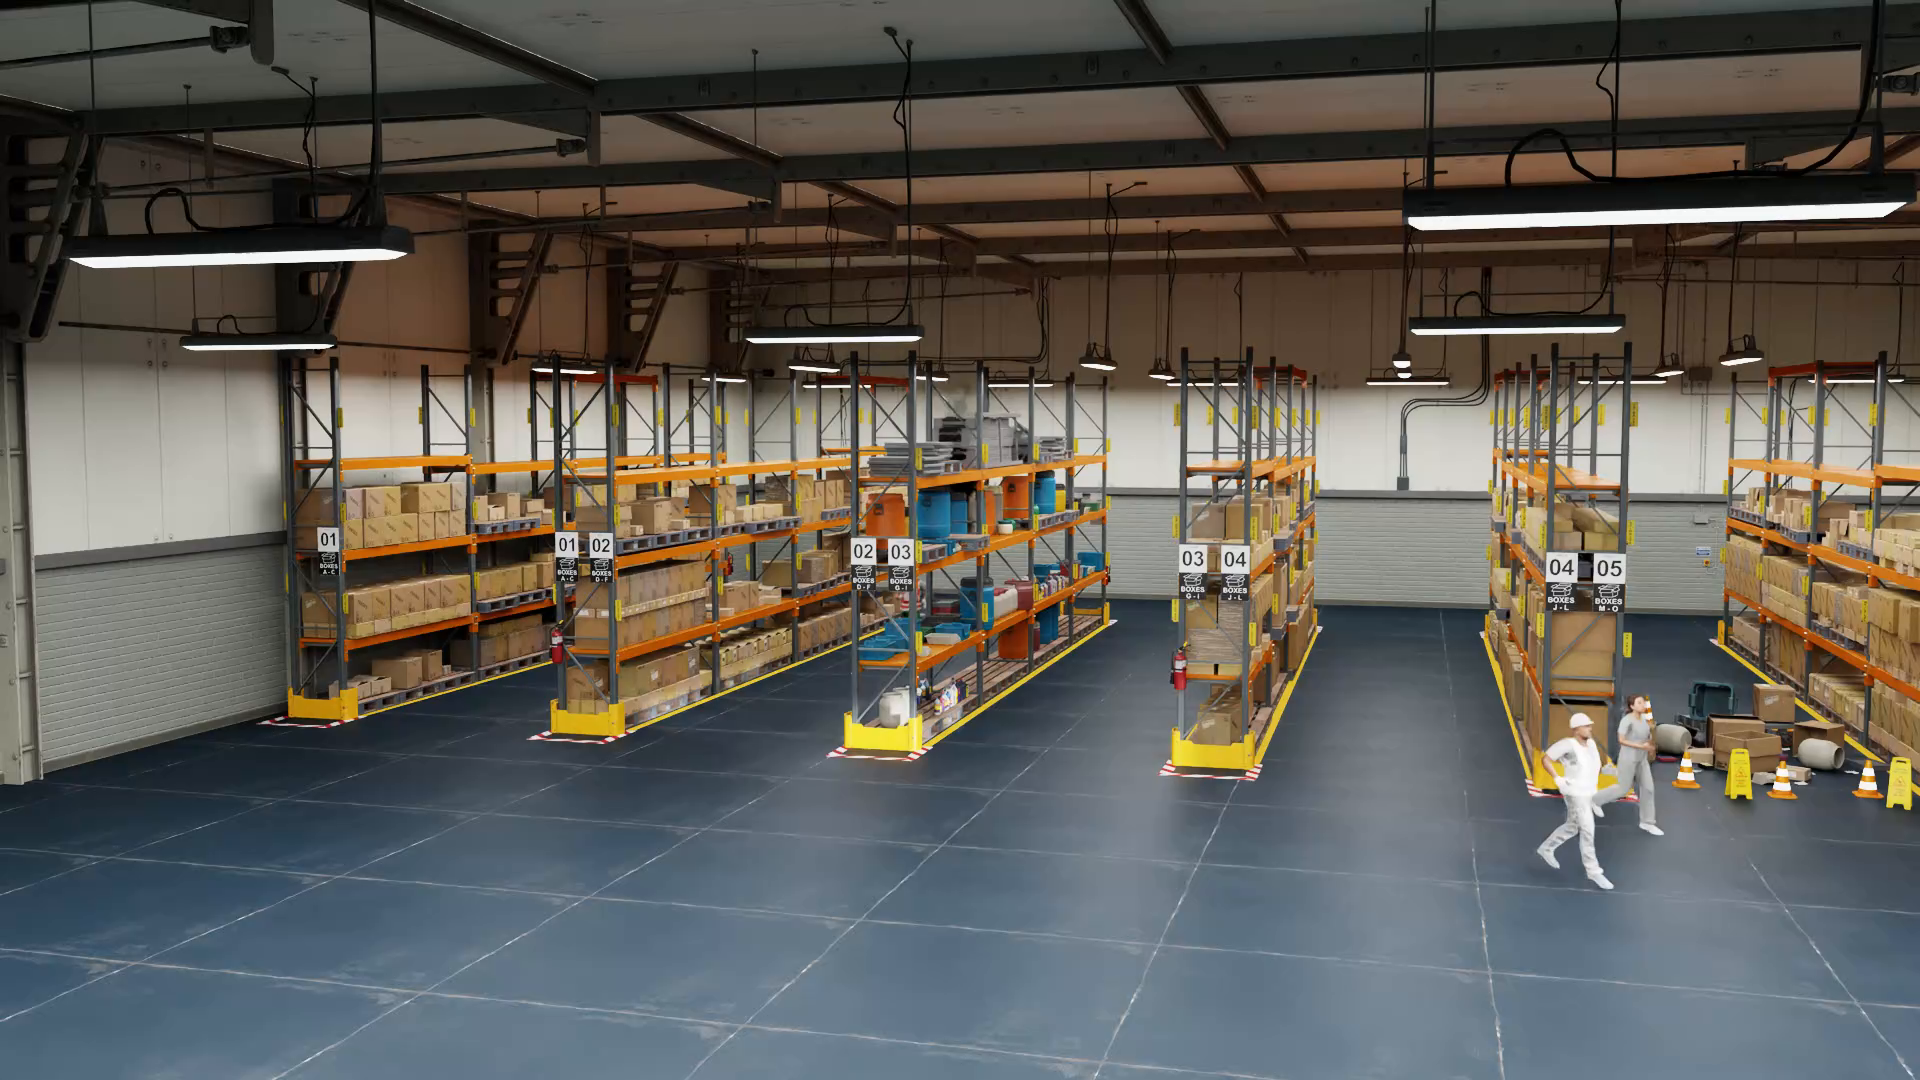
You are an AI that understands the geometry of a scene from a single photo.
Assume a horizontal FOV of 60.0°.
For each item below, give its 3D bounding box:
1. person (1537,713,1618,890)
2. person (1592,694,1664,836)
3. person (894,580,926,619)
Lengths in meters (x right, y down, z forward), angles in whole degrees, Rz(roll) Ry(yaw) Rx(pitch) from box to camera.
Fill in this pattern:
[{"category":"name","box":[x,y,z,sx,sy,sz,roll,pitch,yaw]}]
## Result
[{"category":"person","box":[6.688,2.776,18.007,0.673,1.819,0.937,-4,6,-43]},{"category":"person","box":[8.158,2.687,20.251,0.577,1.675,0.950,-3,5,-32]},{"category":"person","box":[-0.968,1.407,32.464,0.648,1.820,0.835,1,4,8]}]
